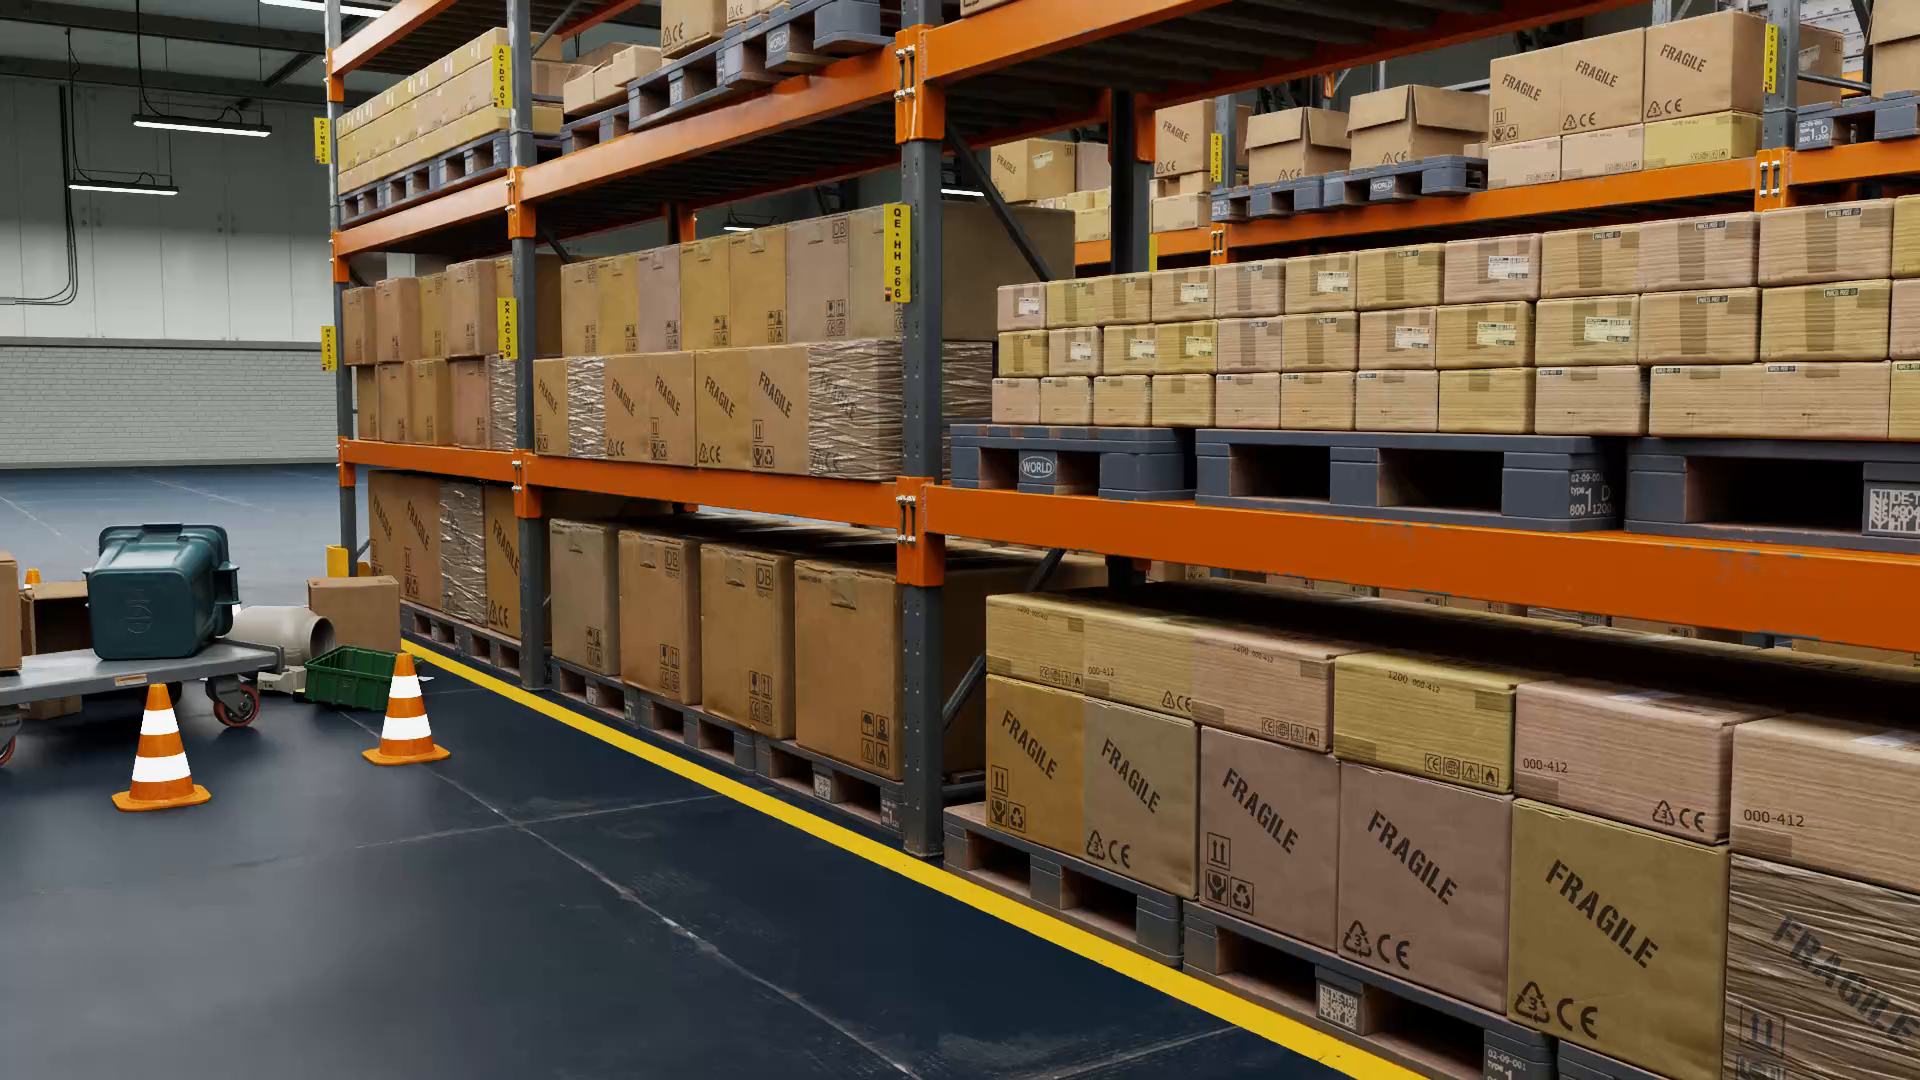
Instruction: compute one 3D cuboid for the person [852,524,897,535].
[{"bbox_3d":[-0.452,-0.077,9.972,0.470,1.664,0.547,4,6,42],"label":"person"}]
